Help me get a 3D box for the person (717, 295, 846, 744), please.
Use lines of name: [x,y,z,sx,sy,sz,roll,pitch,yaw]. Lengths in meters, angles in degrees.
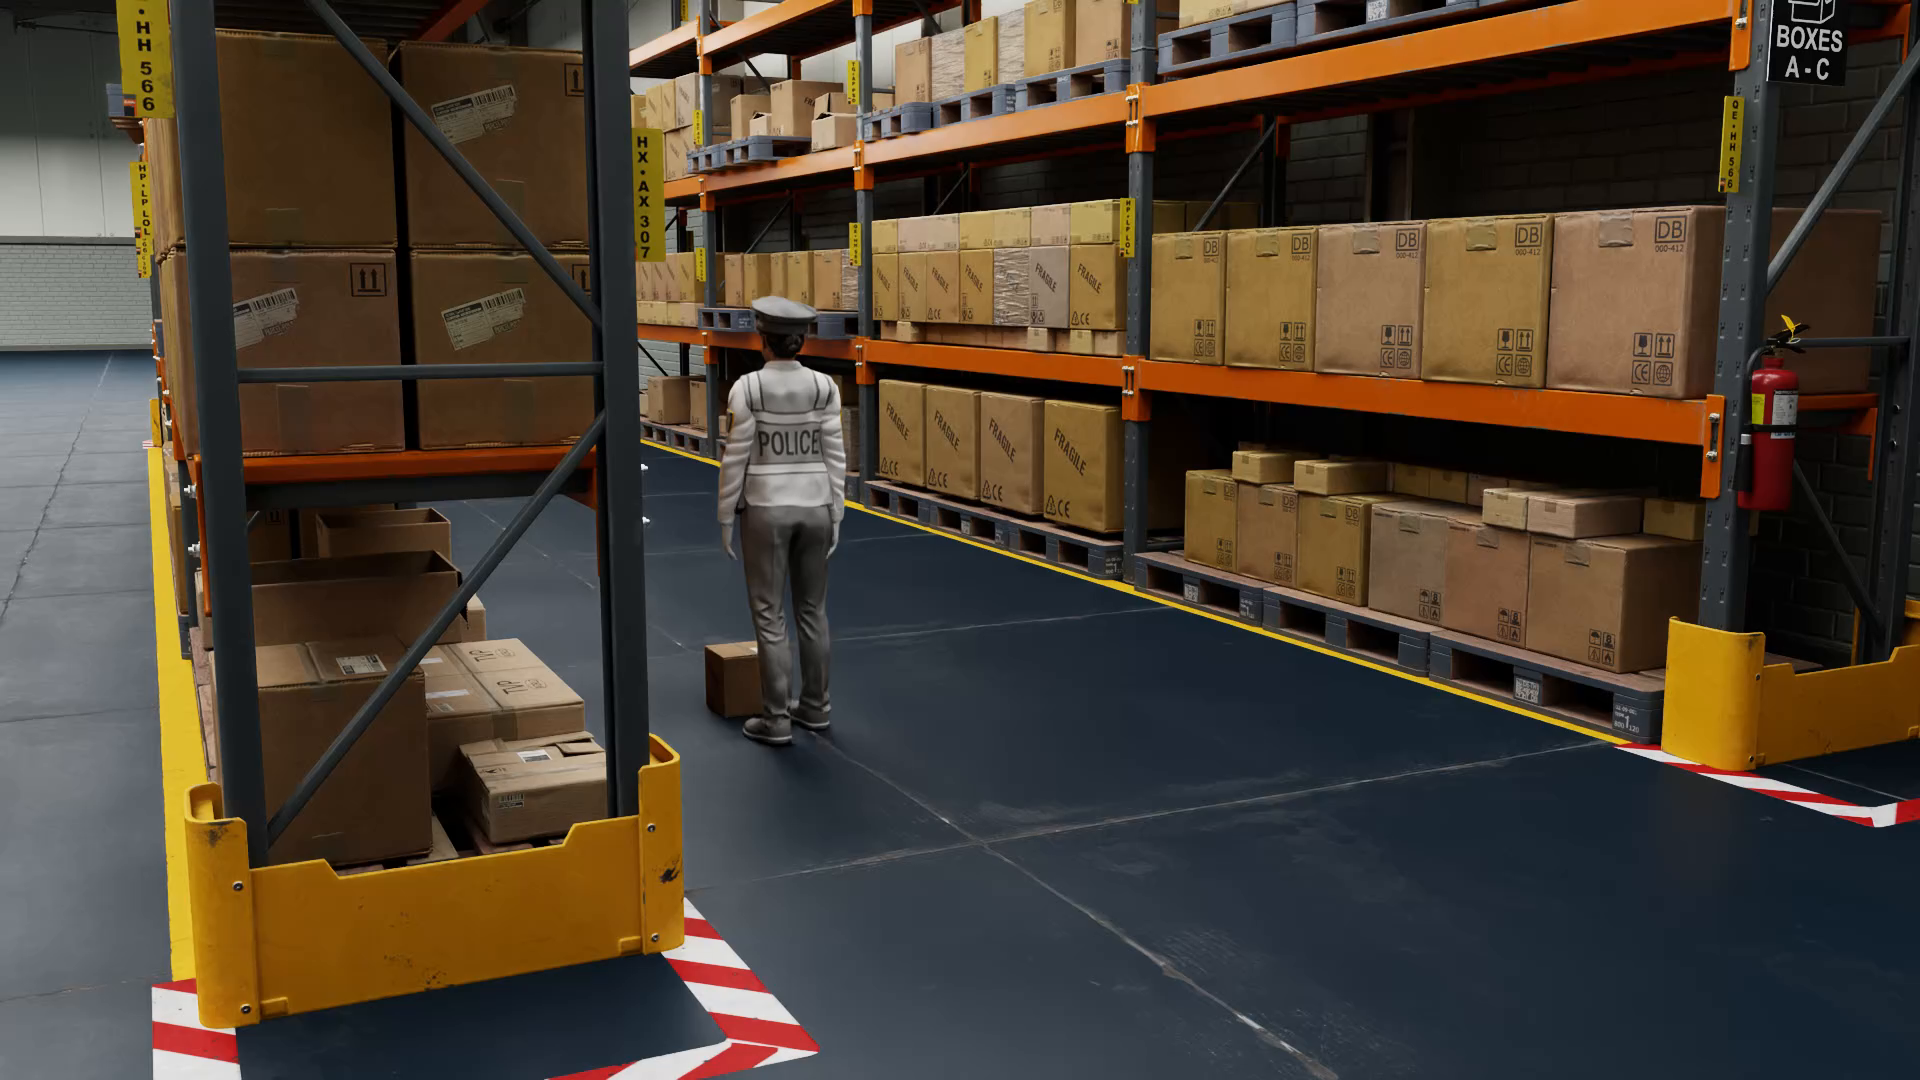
person: [-0.704,-0.083,6.331,0.482,1.679,0.429,-4,10,-27]
